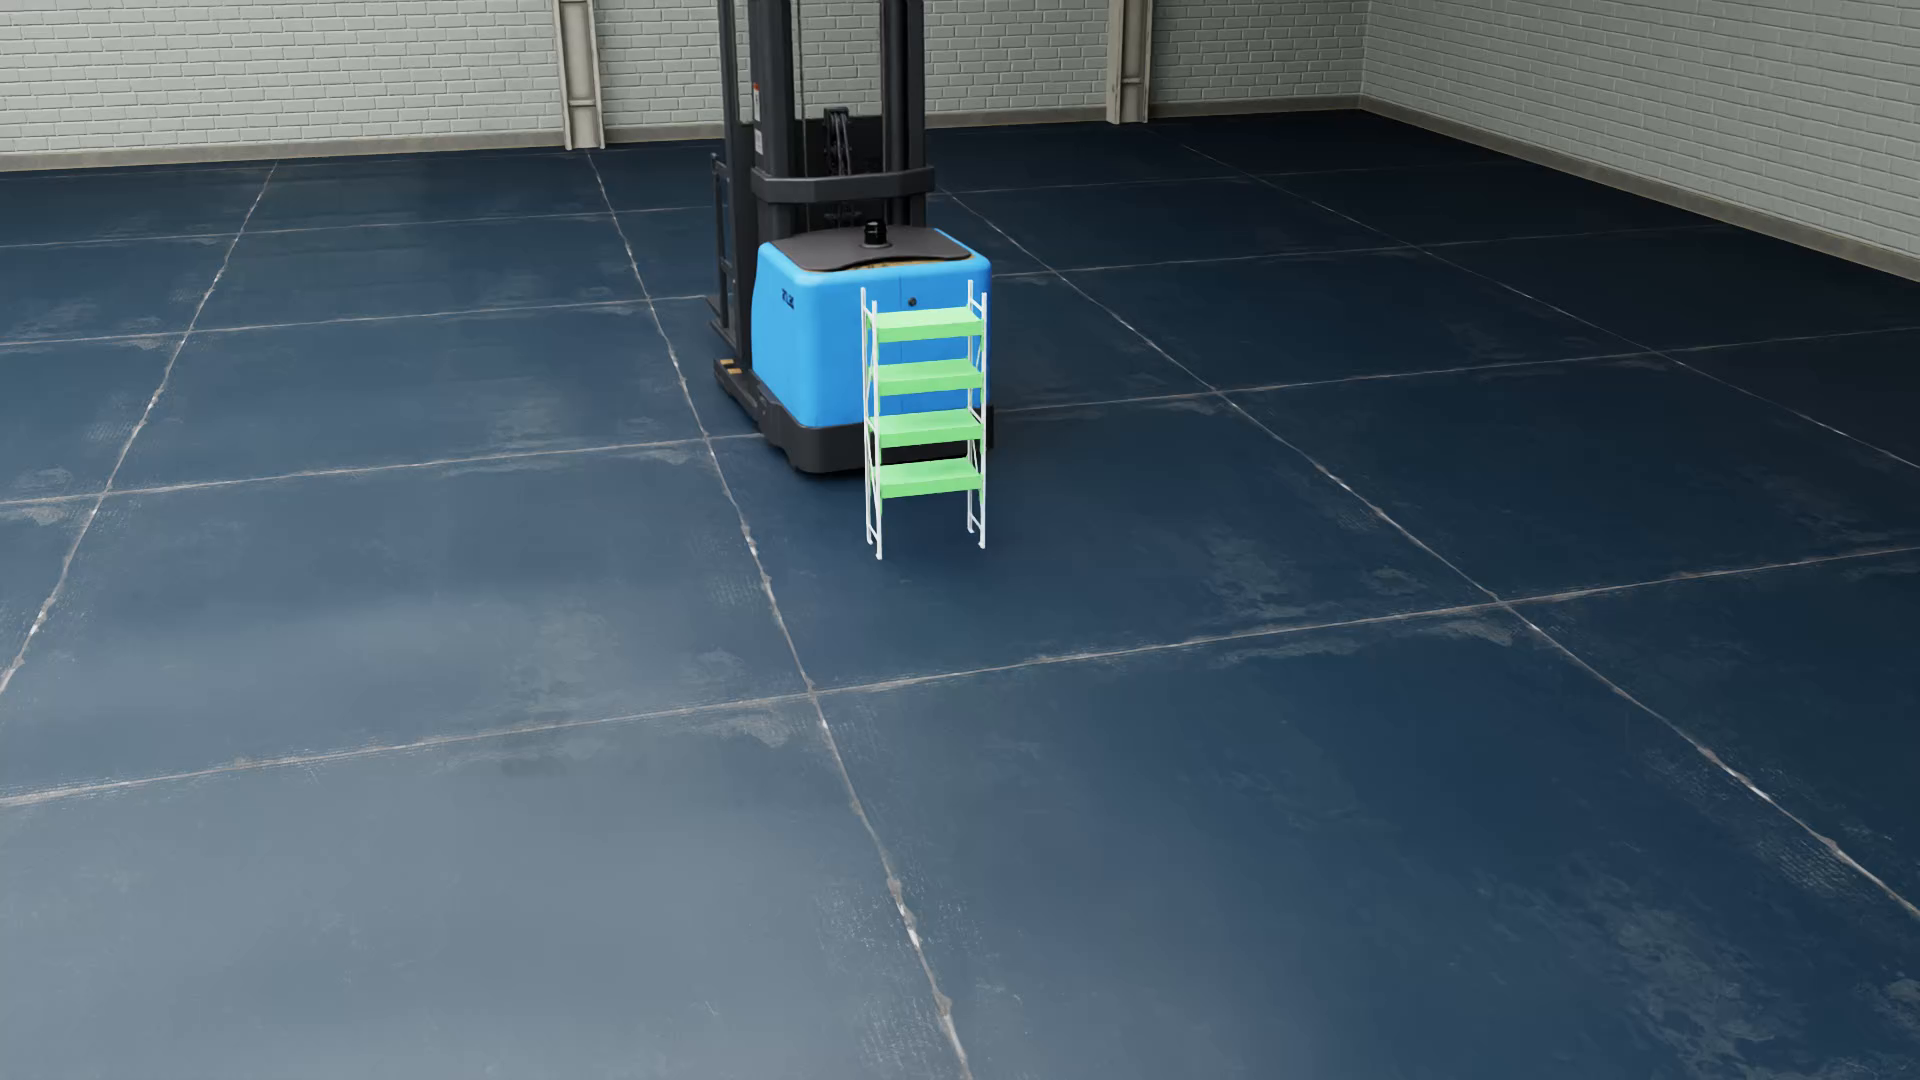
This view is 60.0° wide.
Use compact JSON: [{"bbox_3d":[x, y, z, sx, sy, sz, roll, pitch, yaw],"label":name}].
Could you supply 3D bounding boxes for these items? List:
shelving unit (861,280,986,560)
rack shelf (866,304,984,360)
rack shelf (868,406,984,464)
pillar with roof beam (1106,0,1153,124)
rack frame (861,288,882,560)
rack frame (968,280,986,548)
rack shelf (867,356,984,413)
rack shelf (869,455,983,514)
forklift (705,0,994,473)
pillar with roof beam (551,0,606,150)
[{"bbox_3d":[-0.159,-0.534,7.472,0.503,1.200,0.258,-6,24,-14],"label":"shelving unit"},{"bbox_3d":[-0.159,-0.916,7.308,0.480,0.148,0.258,-6,24,-14],"label":"rack shelf"},{"bbox_3d":[-0.159,-0.475,7.498,0.480,0.148,0.258,-6,24,-14],"label":"rack shelf"},{"bbox_3d":[3.044,-7.229,13.185,0.400,9.000,9.100,-6,24,-14],"label":"pillar with roof beam"},{"bbox_3d":[-0.394,-0.508,7.412,0.015,1.200,0.240,-6,24,-14],"label":"rack frame"},{"bbox_3d":[0.076,-0.560,7.533,0.015,1.200,0.240,-6,24,-14],"label":"rack frame"},{"bbox_3d":[-0.159,-0.696,7.403,0.480,0.148,0.258,-6,24,-14],"label":"rack shelf"},{"bbox_3d":[-0.159,-0.254,7.592,0.480,0.148,0.258,-6,24,-14],"label":"rack shelf"},{"bbox_3d":[-0.819,-2.235,9.242,1.130,2.935,3.031,-8,25,-19],"label":"forklift"},{"bbox_3d":[-2.733,-6.590,11.695,0.400,9.000,9.100,-6,24,-14],"label":"pillar with roof beam"}]
